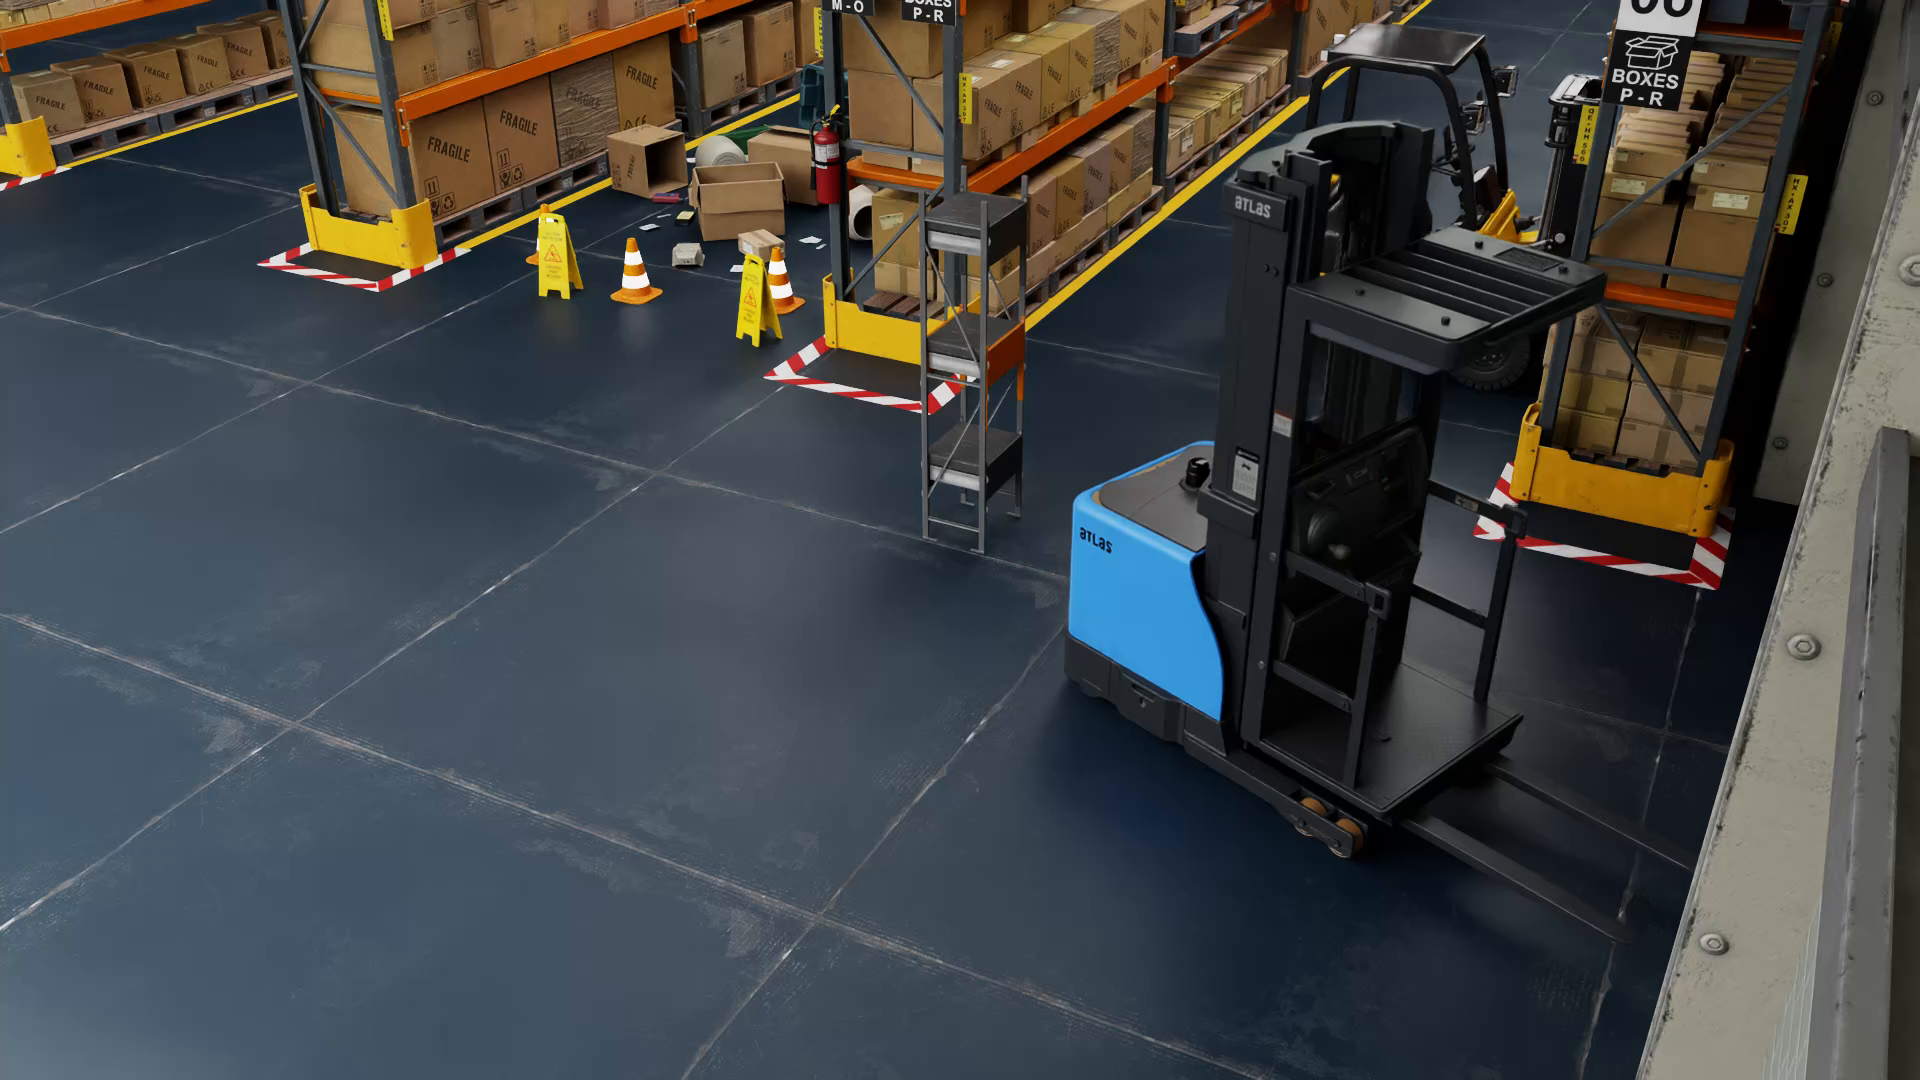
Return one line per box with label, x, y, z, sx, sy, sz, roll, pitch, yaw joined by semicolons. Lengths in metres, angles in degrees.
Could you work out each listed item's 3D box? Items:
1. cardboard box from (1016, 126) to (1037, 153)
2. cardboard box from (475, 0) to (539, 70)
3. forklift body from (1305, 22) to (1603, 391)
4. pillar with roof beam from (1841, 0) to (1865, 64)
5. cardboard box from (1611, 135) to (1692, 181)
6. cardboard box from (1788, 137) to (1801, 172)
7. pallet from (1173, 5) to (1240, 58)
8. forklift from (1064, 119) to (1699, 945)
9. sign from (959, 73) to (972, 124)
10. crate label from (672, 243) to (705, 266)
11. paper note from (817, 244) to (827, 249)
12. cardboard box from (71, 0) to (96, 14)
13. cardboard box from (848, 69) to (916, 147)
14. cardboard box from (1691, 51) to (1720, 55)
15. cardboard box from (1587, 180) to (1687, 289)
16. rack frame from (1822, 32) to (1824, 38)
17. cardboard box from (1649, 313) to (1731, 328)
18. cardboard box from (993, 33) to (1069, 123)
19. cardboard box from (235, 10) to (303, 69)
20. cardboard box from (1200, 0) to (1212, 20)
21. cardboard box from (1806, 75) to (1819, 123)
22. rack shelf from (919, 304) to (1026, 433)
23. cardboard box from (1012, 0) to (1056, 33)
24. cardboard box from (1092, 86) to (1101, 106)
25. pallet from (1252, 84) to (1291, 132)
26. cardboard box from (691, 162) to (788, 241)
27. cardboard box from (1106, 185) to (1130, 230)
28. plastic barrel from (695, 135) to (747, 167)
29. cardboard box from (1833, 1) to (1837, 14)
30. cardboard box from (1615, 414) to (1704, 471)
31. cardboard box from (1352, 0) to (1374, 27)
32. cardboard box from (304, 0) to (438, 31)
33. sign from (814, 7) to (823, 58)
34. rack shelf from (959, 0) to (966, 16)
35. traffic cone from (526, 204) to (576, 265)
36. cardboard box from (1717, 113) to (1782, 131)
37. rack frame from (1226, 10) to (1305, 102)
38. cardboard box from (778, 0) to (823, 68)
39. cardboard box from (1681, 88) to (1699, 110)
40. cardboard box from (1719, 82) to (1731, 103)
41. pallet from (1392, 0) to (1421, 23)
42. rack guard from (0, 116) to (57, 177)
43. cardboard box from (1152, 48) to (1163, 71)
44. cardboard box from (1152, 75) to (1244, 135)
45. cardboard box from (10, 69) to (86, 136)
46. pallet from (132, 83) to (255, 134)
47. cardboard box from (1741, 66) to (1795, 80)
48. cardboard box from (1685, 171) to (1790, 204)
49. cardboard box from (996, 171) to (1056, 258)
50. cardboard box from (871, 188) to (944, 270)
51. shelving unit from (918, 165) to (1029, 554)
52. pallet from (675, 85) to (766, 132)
cardboard box;0.340;-2.956;12.138;0.380;0.149;0.250;15;33;24
cardboard box;-4.177;-4.431;14.304;0.875;0.550;0.550;14;33;23
forklift body;3.209;-2.407;11.782;2.313;2.155;1.214;14;33;23
pillar with roof beam;6.723;-10.523;19.038;9.100;9.000;0.400;14;33;23
cardboard box;3.945;-2.181;9.485;0.380;0.149;0.250;14;33;23
cardboard box;4.884;-2.371;10.114;0.380;0.149;0.250;15;33;24
pallet;1.849;-4.641;15.012;1.003;0.211;1.213;14;33;23
forklift;1.879;-0.162;7.089;1.130;2.935;3.031;-24;37;-35
sign;0.032;-2.897;10.914;0.100;0.325;0.005;14;33;23
crate label;-2.244;-2.350;13.705;0.250;0.136;0.298;-1;30;-3
paper note;-1.172;-2.483;14.064;0.032;0.001;0.123;14;33;23
cardboard box;-8.577;-5.186;16.021;0.380;0.149;0.250;14;33;23
cardboard box;-0.449;-3.120;11.772;0.500;0.500;0.500;14;33;22
cardboard box;5.026;-3.331;11.488;0.380;0.149;0.250;15;33;24
cardboard box;3.960;-1.842;9.844;0.500;0.500;0.500;14;33;22
rack frame;5.791;-3.294;12.474;1.000;3.000;0.127;14;33;23
cardboard box;4.581;-1.336;10.400;0.500;0.250;0.500;14;33;23
cardboard box;0.476;-3.421;12.296;0.500;0.500;0.500;14;33;22
cardboard box;-7.669;-5.596;18.571;0.500;0.500;0.500;13;32;22
cardboard box;2.026;-4.773;14.881;0.380;0.149;0.250;15;33;24
cardboard box;8.055;-4.288;16.294;0.500;0.500;0.500;16;33;25
rack shelf;0.075;-0.972;9.362;0.431;0.518;0.480;14;33;23
cardboard box;0.316;-4.189;12.629;0.700;0.500;0.500;14;33;23
cardboard box;0.893;-3.540;13.154;0.380;0.149;0.250;14;33;22
pallet;2.836;-4.636;17.611;1.003;0.211;1.213;14;33;23
cardboard box;-1.905;-2.915;14.321;0.797;0.503;0.637;-7;31;-11
cardboard box;1.107;-2.846;14.034;0.500;0.250;0.500;13;32;22
plastic barrel;-2.233;-3.528;15.469;0.421;0.421;0.512;-12;32;-20
cardboard box;7.425;-4.729;14.622;0.500;0.250;0.500;15;33;24
cardboard box;4.367;-0.684;10.268;0.500;0.250;0.500;14;33;23
cardboard box;4.400;-6.530;19.821;0.875;0.875;0.875;15;33;25
cardboard box;-4.700;-4.412;13.186;0.875;0.550;0.550;14;33;23
sign;-0.936;-3.419;11.211;0.100;0.325;0.005;14;33;23
rack shelf;0.460;-4.520;12.320;1.077;0.370;4.000;14;33;23
traffic cone;-3.398;-2.536;13.702;0.336;0.463;0.334;14;33;23
cardboard box;4.695;-2.409;9.883;0.380;0.149;0.250;15;33;24
rack frame;3.193;-6.191;17.519;1.000;3.000;0.127;14;33;23
cardboard box;-2.012;-5.838;18.742;1.050;0.750;0.750;15;33;24
cardboard box;4.437;-2.769;10.510;0.380;0.149;0.250;15;33;24
cardboard box;5.134;-2.965;11.801;0.500;0.500;0.500;15;33;24
pallet;5.431;-7.075;21.858;1.003;0.211;1.213;14;33;23
rack guard;-9.239;-3.843;15.940;1.175;0.500;0.348;14;33;23
cardboard box;1.496;-4.098;14.126;0.380;0.149;0.250;14;33;23
cardboard box;2.247;-4.322;16.481;0.950;0.372;0.625;15;33;25
cardboard box;-8.974;-4.264;16.252;0.500;0.500;0.500;21;36;32
pallet;-8.280;-4.608;17.563;1.003;0.211;1.213;14;33;23
cardboard box;5.303;-2.977;10.871;0.380;0.149;0.250;14;33;23
cardboard box;4.660;-1.956;10.044;0.500;0.500;0.500;15;33;25
cardboard box;0.407;-2.498;12.674;0.500;0.500;0.500;13;32;21
cardboard box;-0.318;-2.374;12.458;0.500;0.500;0.500;15;33;24
shelving unit;0.075;-0.984;9.355;0.431;2.100;0.503;14;33;23
pallet;-2.797;-4.646;17.629;1.003;0.211;1.213;14;33;23
